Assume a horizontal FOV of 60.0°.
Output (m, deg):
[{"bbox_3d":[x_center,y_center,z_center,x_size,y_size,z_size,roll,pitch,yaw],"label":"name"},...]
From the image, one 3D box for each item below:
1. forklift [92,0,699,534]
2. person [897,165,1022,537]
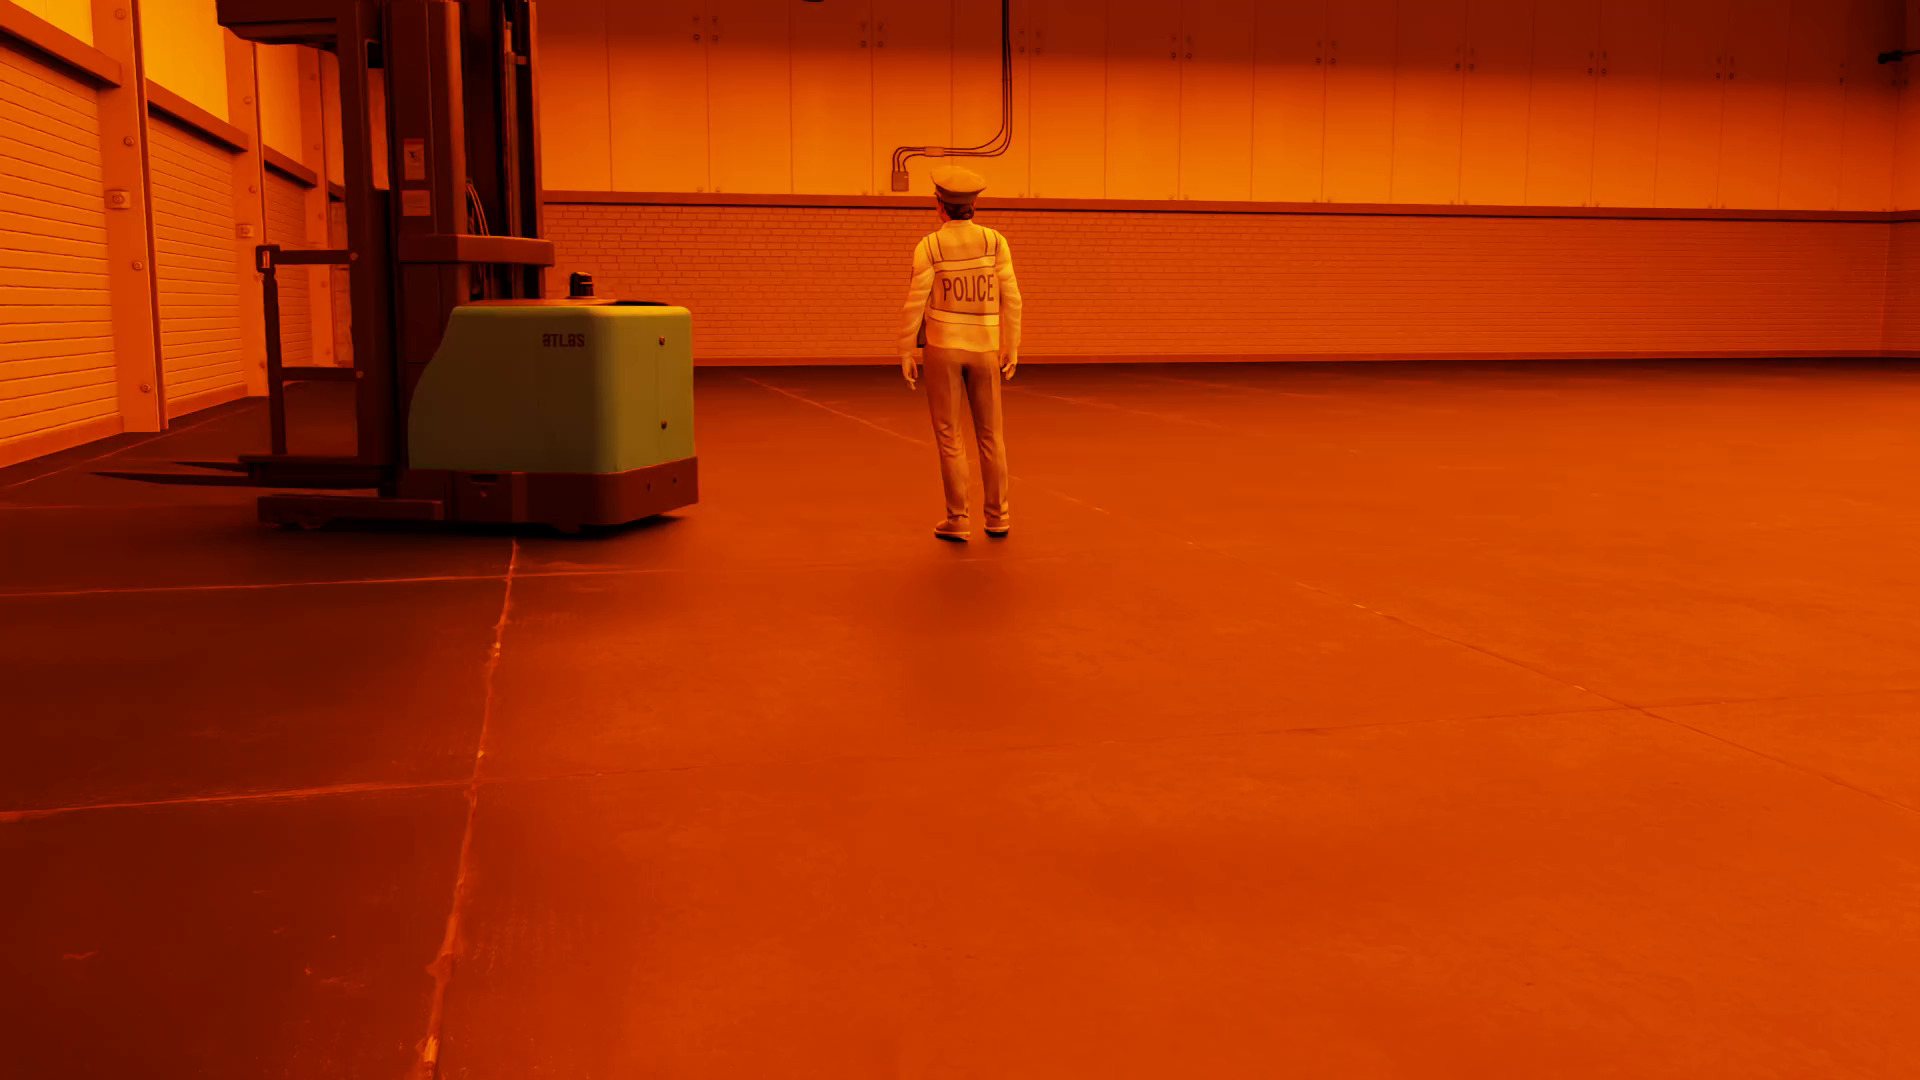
[{"bbox_3d":[-2.922,-1.567,8.328,3.031,2.935,1.130,2,8,14],"label":"forklift"},{"bbox_3d":[-0.005,-0.856,7.657,0.578,1.694,0.532,-2,8,-13],"label":"person"}]
